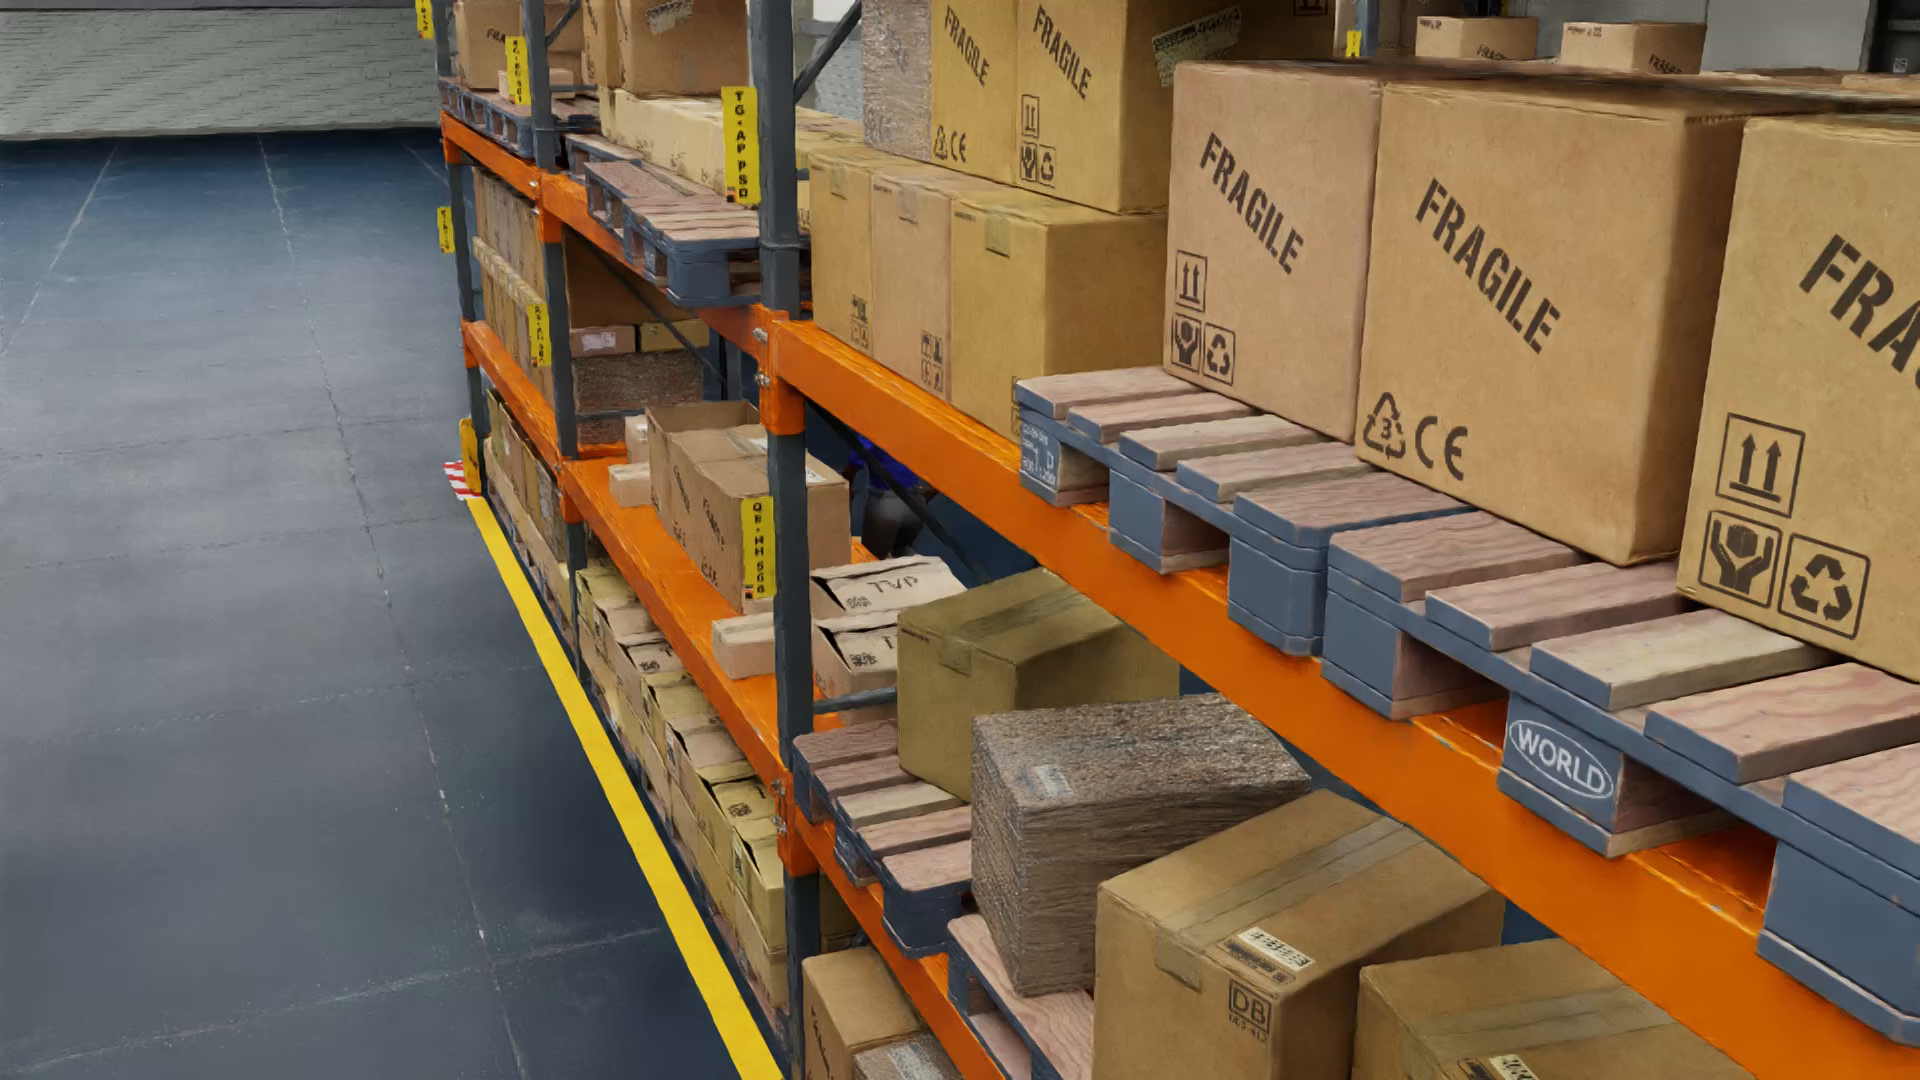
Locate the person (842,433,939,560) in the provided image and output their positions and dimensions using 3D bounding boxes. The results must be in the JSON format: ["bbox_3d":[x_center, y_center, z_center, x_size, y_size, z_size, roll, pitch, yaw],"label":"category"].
[{"bbox_3d":[-0.416,-0.176,9.653,0.625,1.626,0.472,-10,21,-27],"label":"person"}]
